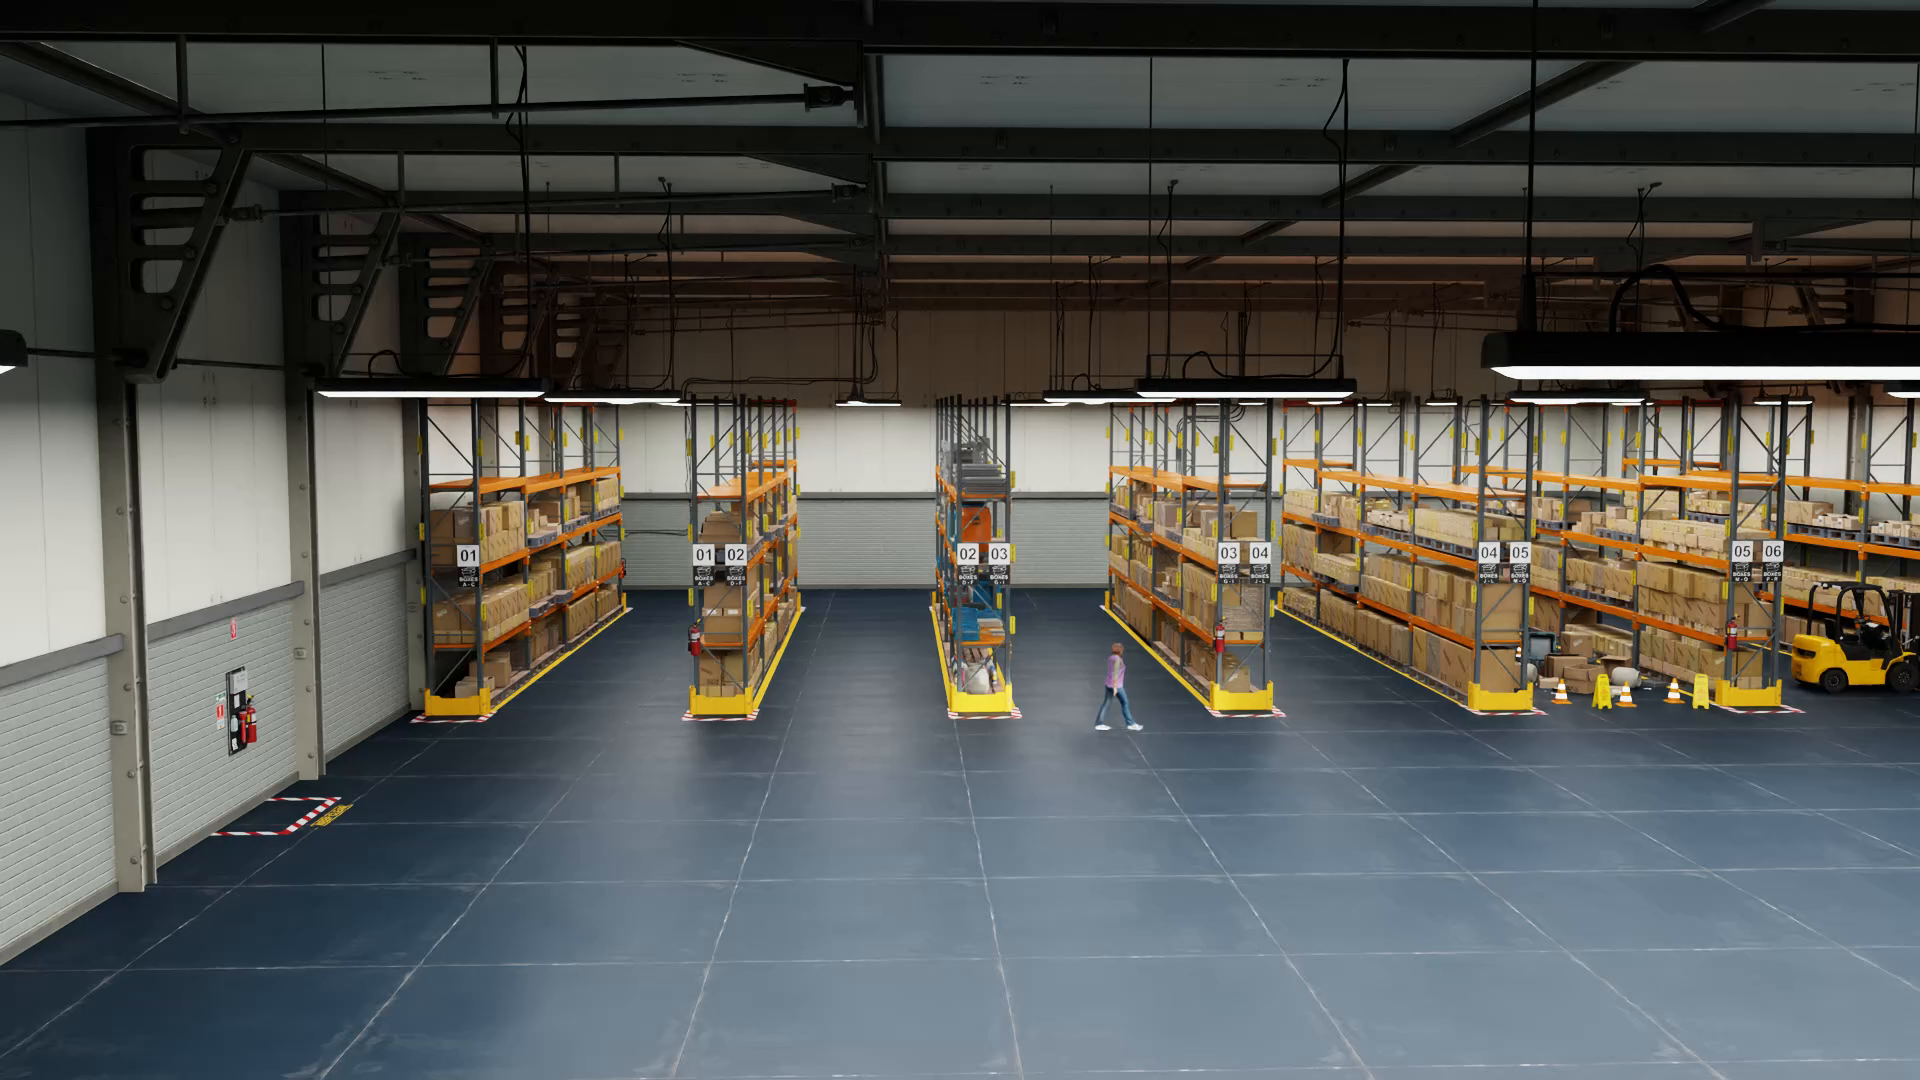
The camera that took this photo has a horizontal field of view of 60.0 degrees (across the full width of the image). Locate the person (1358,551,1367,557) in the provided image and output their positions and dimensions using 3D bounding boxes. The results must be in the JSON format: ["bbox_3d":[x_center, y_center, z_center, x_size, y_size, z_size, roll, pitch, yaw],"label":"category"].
[{"bbox_3d":[11.701,1.082,48.421,0.996,1.601,0.461,2,5,19],"label":"person"}]

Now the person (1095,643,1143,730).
[{"bbox_3d":[2.793,2.598,29.570,0.848,1.551,0.456,-2,5,-25],"label":"person"}]
